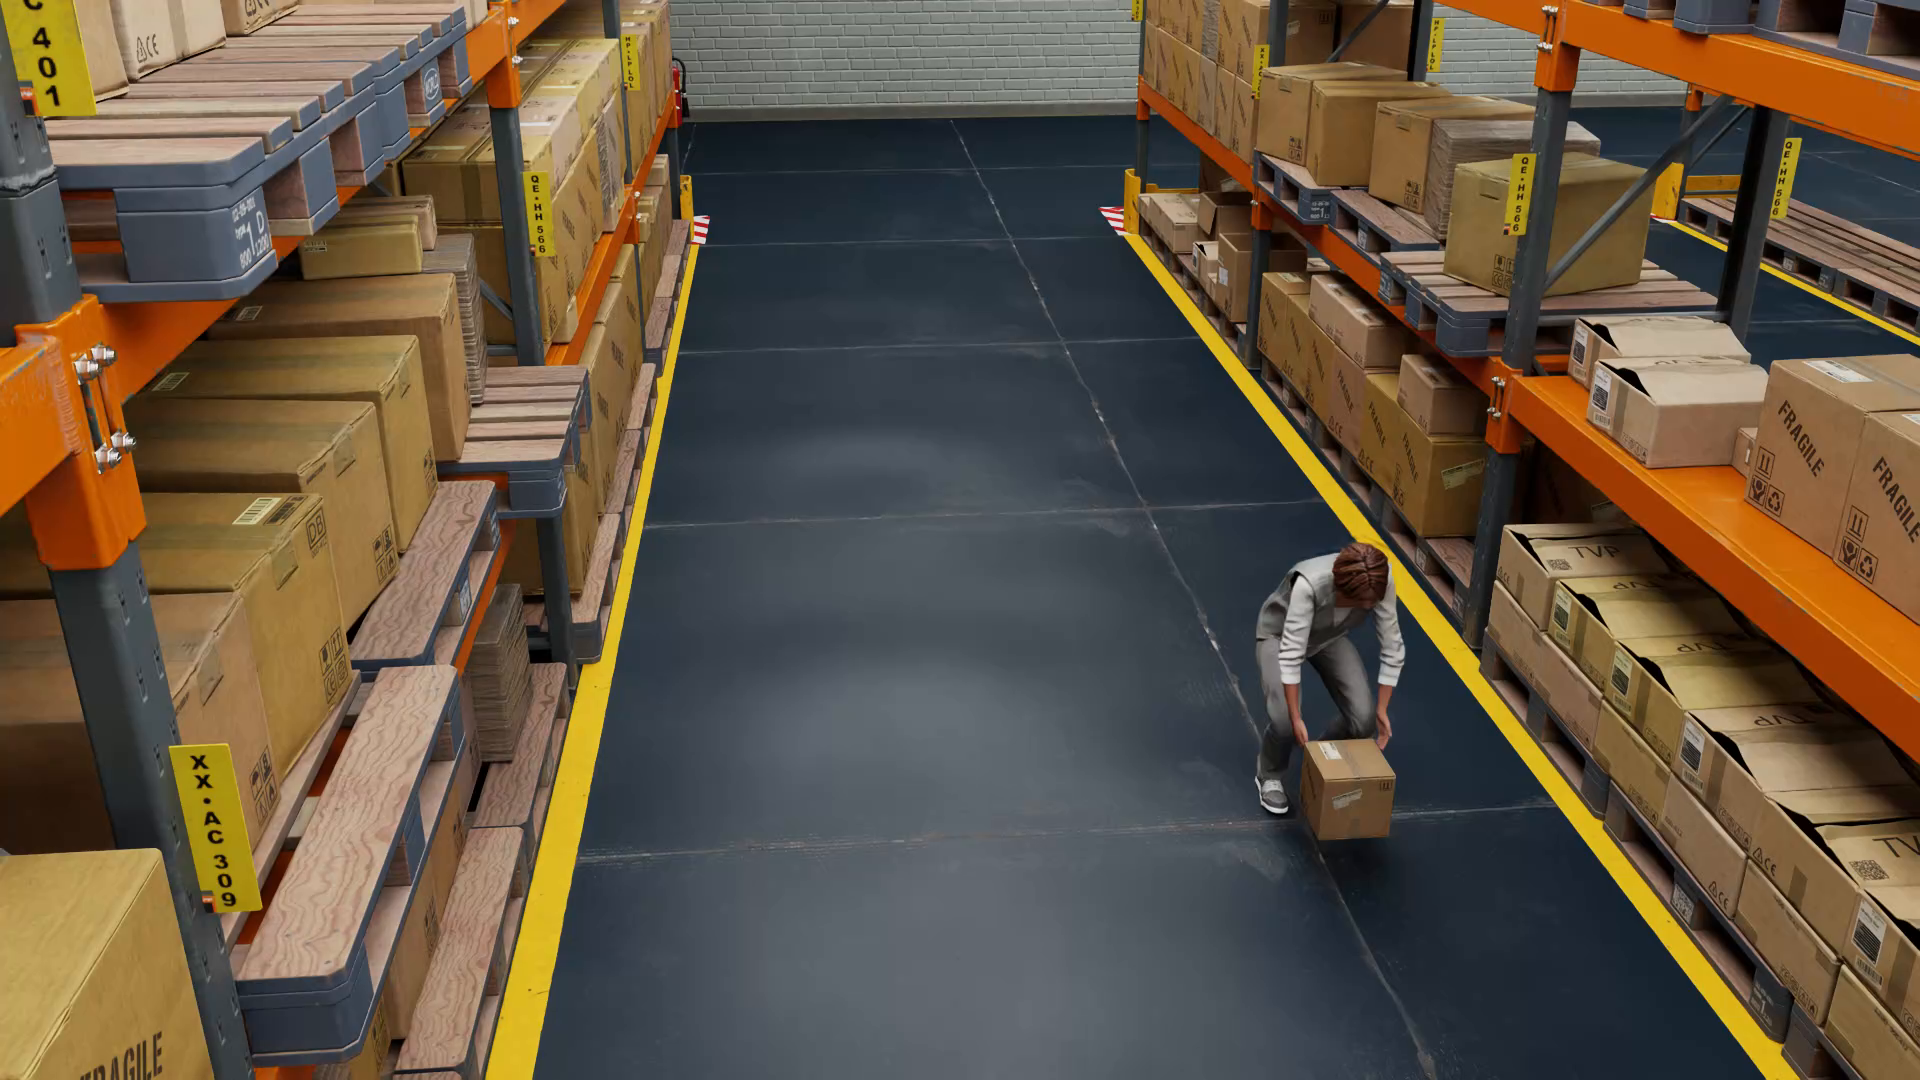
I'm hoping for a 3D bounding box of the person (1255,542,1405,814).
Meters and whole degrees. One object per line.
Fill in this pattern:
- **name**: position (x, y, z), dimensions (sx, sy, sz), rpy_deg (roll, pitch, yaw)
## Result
- **person**: position (1.342, 0.462, 6.086), dimensions (0.464, 1.190, 0.710), rpy_deg (-2, 24, -5)
